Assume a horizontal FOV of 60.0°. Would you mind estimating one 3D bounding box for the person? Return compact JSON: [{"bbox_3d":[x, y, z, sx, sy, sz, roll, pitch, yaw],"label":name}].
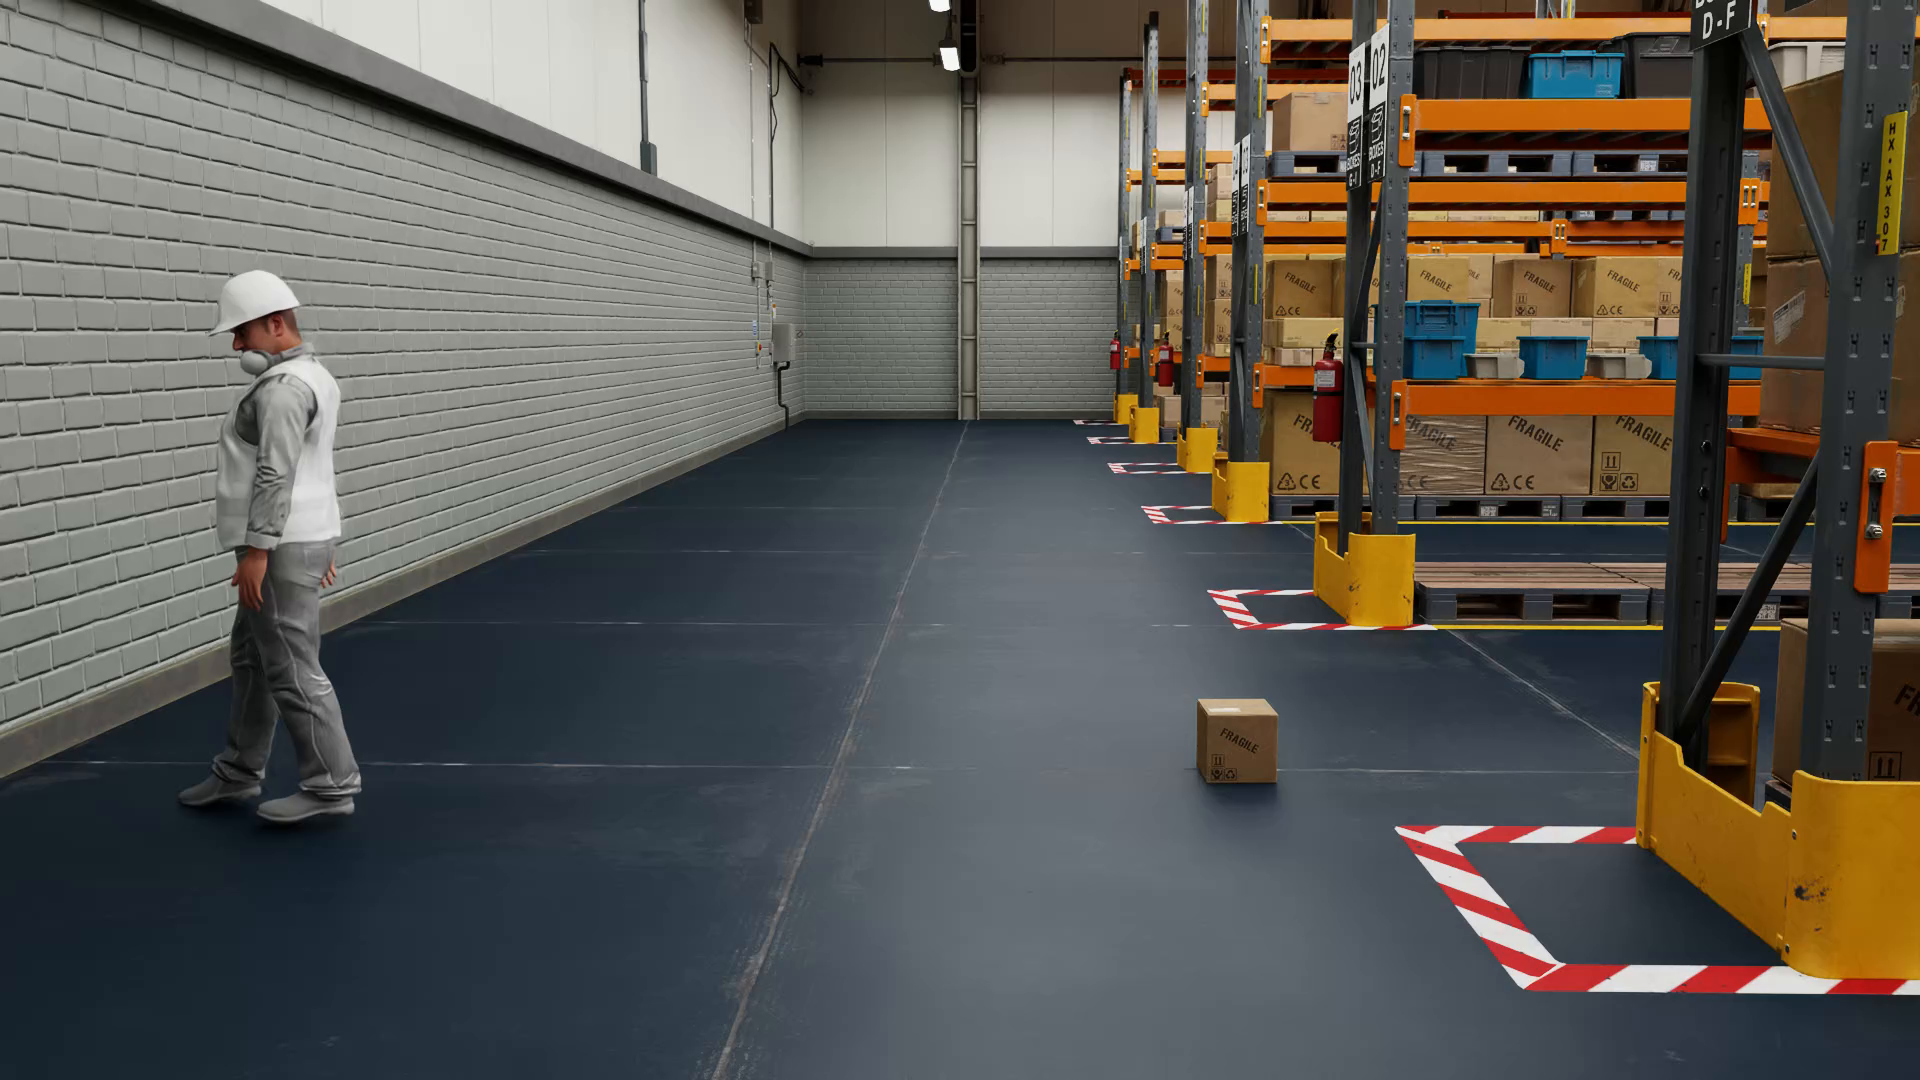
[{"bbox_3d":[-2.280,0.031,5.334,0.642,1.771,0.571,-1,7,-10],"label":"person"}]
